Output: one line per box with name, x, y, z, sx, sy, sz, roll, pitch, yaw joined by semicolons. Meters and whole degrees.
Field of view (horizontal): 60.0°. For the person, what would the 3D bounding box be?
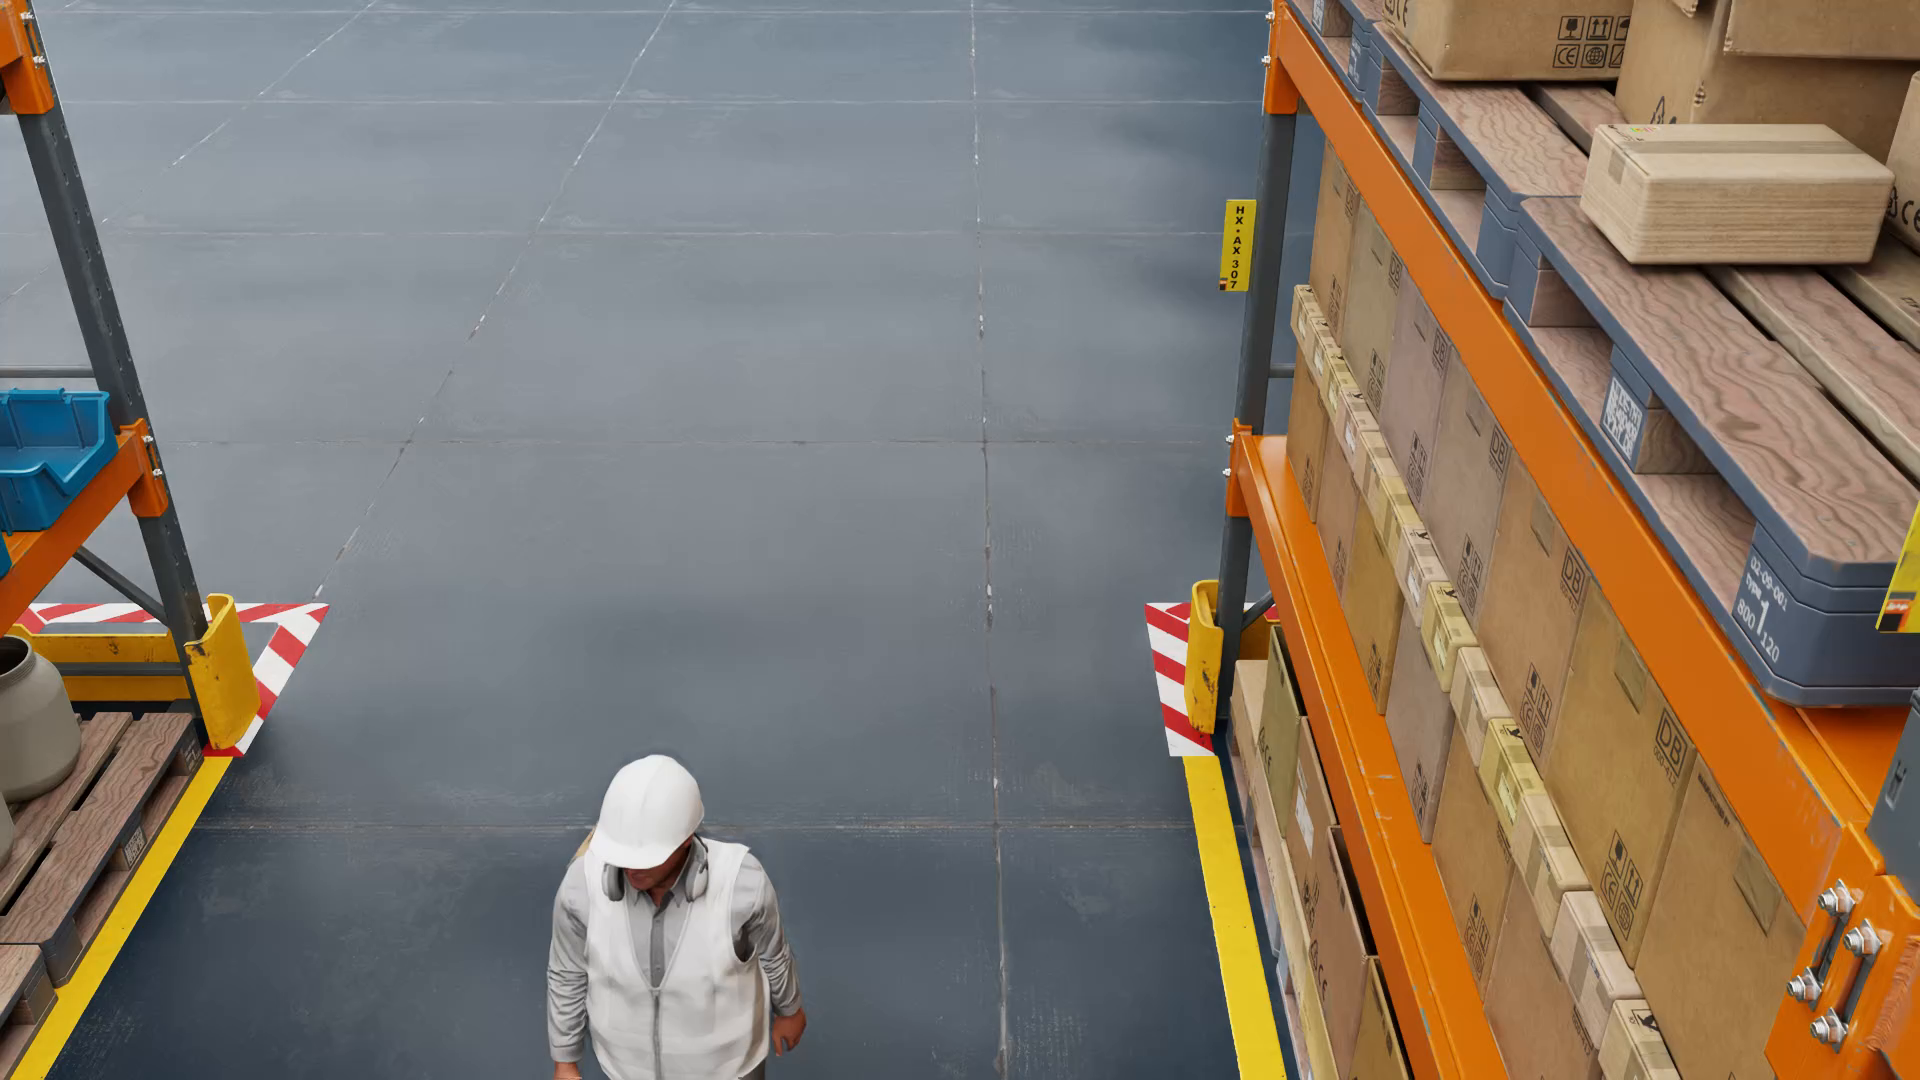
person;-0.707;1.244;4.083;0.575;1.725;1.059;4;32;7
